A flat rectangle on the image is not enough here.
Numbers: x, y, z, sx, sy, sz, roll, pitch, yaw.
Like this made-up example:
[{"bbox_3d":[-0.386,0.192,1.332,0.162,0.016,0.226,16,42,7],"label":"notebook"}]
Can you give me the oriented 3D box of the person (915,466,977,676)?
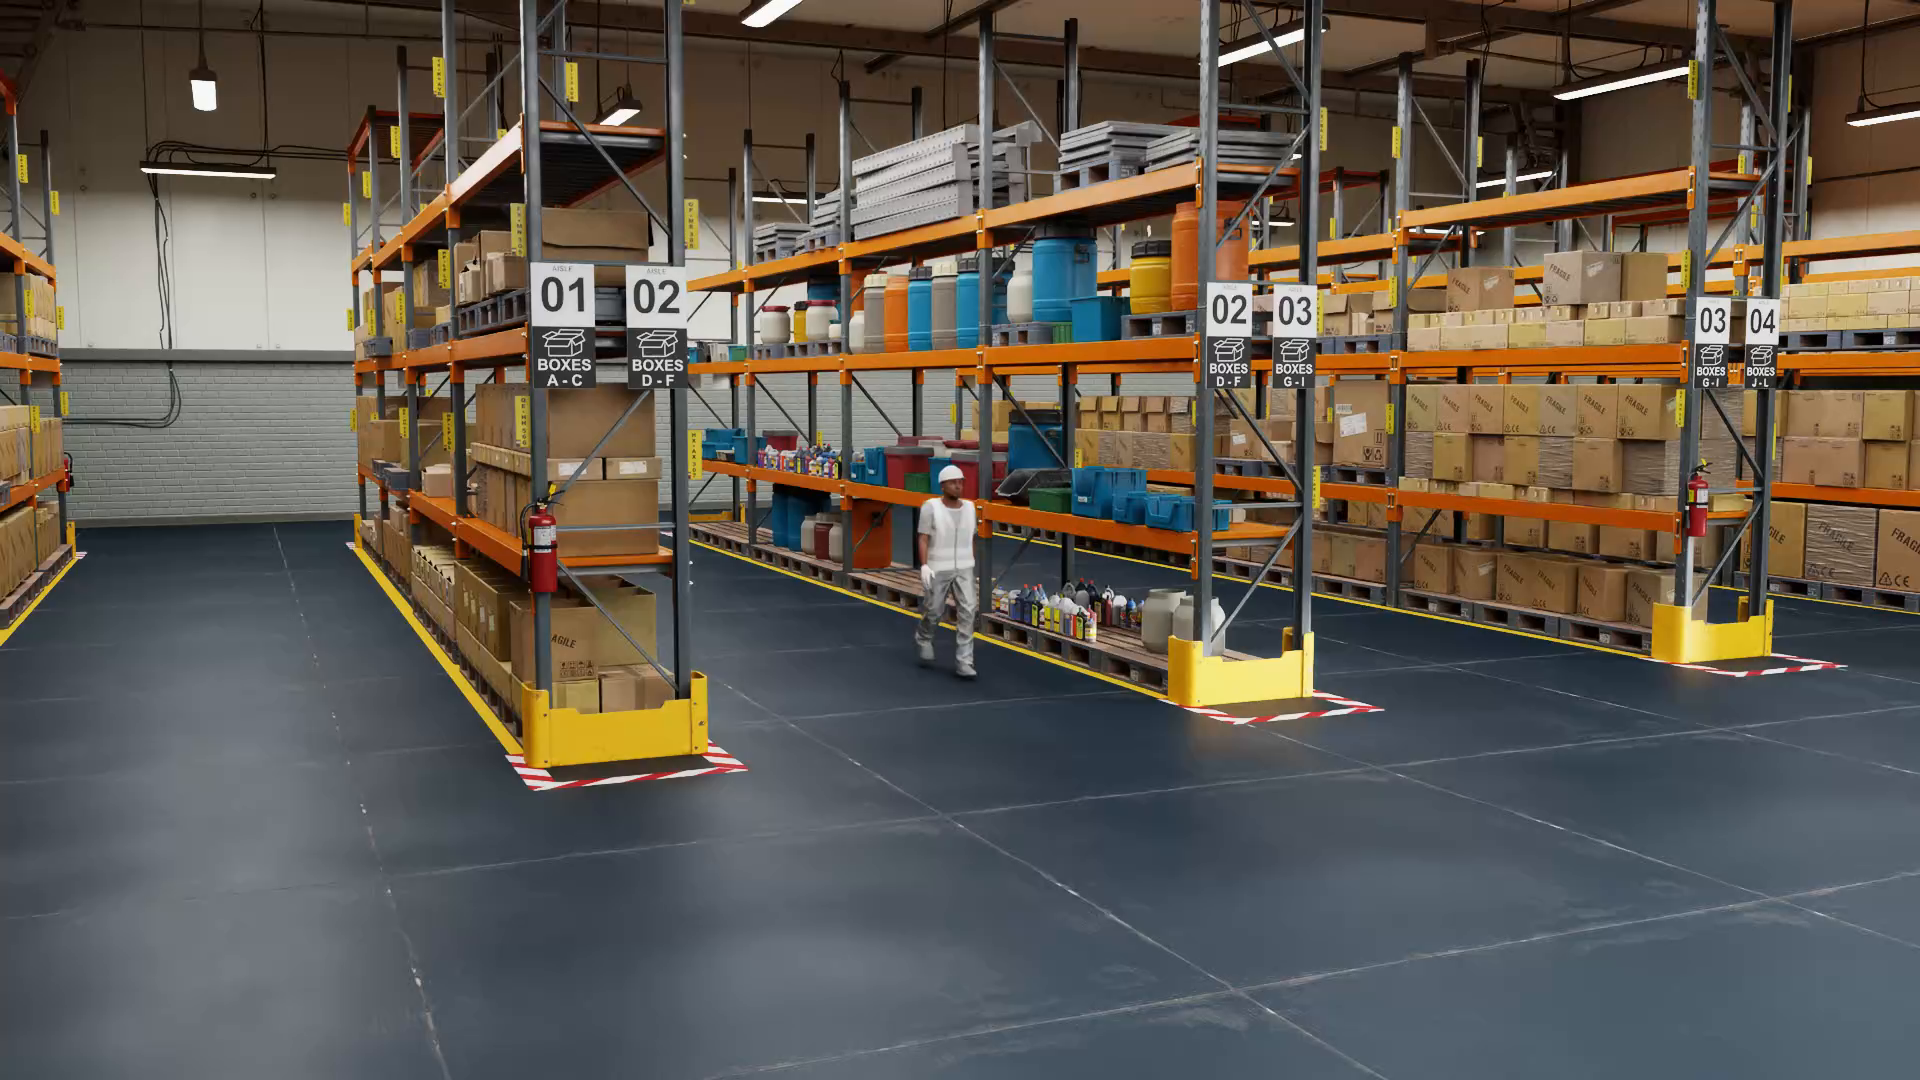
[{"bbox_3d":[-0.105,0.245,14.050,0.570,1.752,0.976,-2,5,-19],"label":"person"}]
